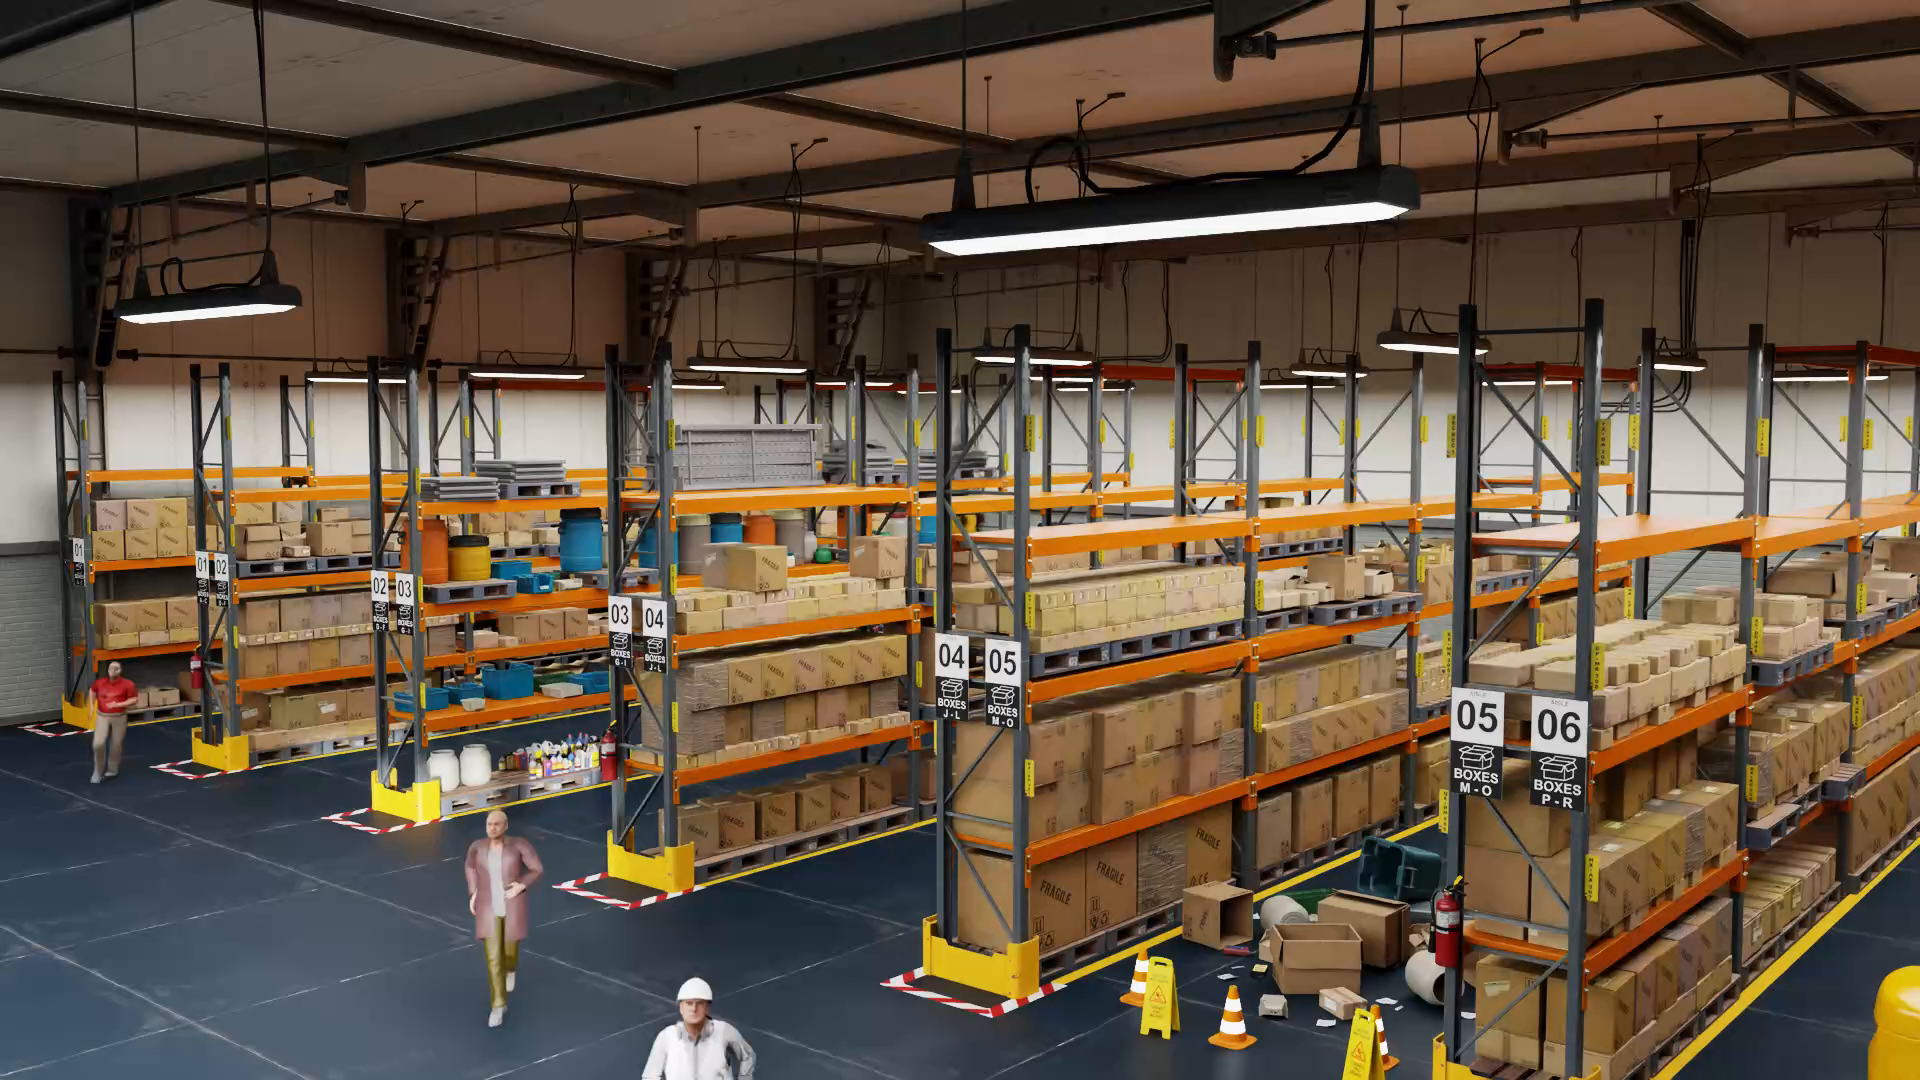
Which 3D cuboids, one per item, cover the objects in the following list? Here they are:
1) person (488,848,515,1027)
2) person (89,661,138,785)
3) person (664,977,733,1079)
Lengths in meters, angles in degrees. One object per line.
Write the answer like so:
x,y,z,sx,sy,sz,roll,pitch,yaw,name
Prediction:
-3.996,3.363,14.544,0.613,1.533,0.924,0,4,-7,person
-12.121,2.602,23.819,0.654,1.740,0.662,-2,4,-22,person
-1.584,3.562,10.235,0.587,1.736,0.591,0,4,-6,person
